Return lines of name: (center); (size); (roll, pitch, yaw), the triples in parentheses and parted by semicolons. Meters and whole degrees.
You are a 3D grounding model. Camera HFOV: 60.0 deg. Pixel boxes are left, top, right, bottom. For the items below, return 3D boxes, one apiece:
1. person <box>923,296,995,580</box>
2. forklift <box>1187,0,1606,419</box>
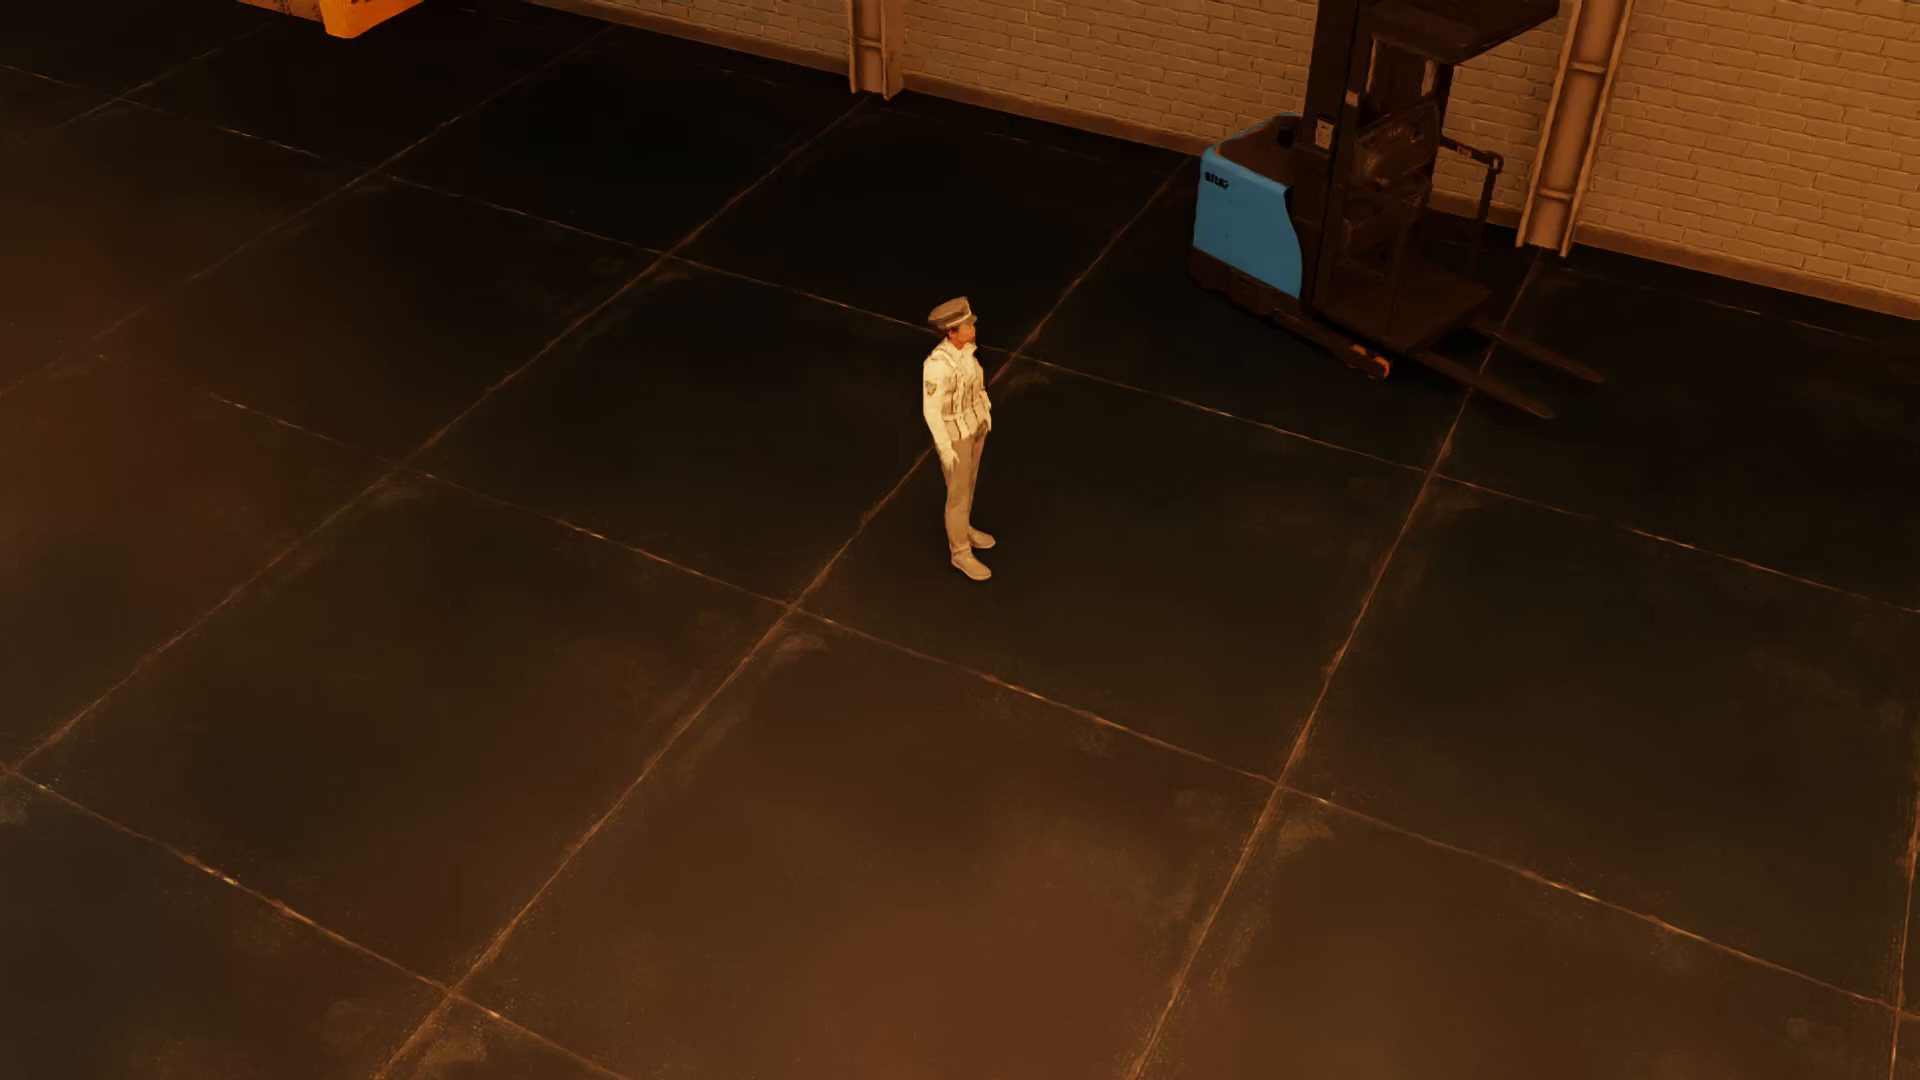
person: (0.057, -0.628, 9.684); (0.533, 1.691, 0.586); (18, 43, 21)
forklift: (3.084, -2.604, 11.078); (1.130, 2.935, 3.031); (-31, 49, -31)
